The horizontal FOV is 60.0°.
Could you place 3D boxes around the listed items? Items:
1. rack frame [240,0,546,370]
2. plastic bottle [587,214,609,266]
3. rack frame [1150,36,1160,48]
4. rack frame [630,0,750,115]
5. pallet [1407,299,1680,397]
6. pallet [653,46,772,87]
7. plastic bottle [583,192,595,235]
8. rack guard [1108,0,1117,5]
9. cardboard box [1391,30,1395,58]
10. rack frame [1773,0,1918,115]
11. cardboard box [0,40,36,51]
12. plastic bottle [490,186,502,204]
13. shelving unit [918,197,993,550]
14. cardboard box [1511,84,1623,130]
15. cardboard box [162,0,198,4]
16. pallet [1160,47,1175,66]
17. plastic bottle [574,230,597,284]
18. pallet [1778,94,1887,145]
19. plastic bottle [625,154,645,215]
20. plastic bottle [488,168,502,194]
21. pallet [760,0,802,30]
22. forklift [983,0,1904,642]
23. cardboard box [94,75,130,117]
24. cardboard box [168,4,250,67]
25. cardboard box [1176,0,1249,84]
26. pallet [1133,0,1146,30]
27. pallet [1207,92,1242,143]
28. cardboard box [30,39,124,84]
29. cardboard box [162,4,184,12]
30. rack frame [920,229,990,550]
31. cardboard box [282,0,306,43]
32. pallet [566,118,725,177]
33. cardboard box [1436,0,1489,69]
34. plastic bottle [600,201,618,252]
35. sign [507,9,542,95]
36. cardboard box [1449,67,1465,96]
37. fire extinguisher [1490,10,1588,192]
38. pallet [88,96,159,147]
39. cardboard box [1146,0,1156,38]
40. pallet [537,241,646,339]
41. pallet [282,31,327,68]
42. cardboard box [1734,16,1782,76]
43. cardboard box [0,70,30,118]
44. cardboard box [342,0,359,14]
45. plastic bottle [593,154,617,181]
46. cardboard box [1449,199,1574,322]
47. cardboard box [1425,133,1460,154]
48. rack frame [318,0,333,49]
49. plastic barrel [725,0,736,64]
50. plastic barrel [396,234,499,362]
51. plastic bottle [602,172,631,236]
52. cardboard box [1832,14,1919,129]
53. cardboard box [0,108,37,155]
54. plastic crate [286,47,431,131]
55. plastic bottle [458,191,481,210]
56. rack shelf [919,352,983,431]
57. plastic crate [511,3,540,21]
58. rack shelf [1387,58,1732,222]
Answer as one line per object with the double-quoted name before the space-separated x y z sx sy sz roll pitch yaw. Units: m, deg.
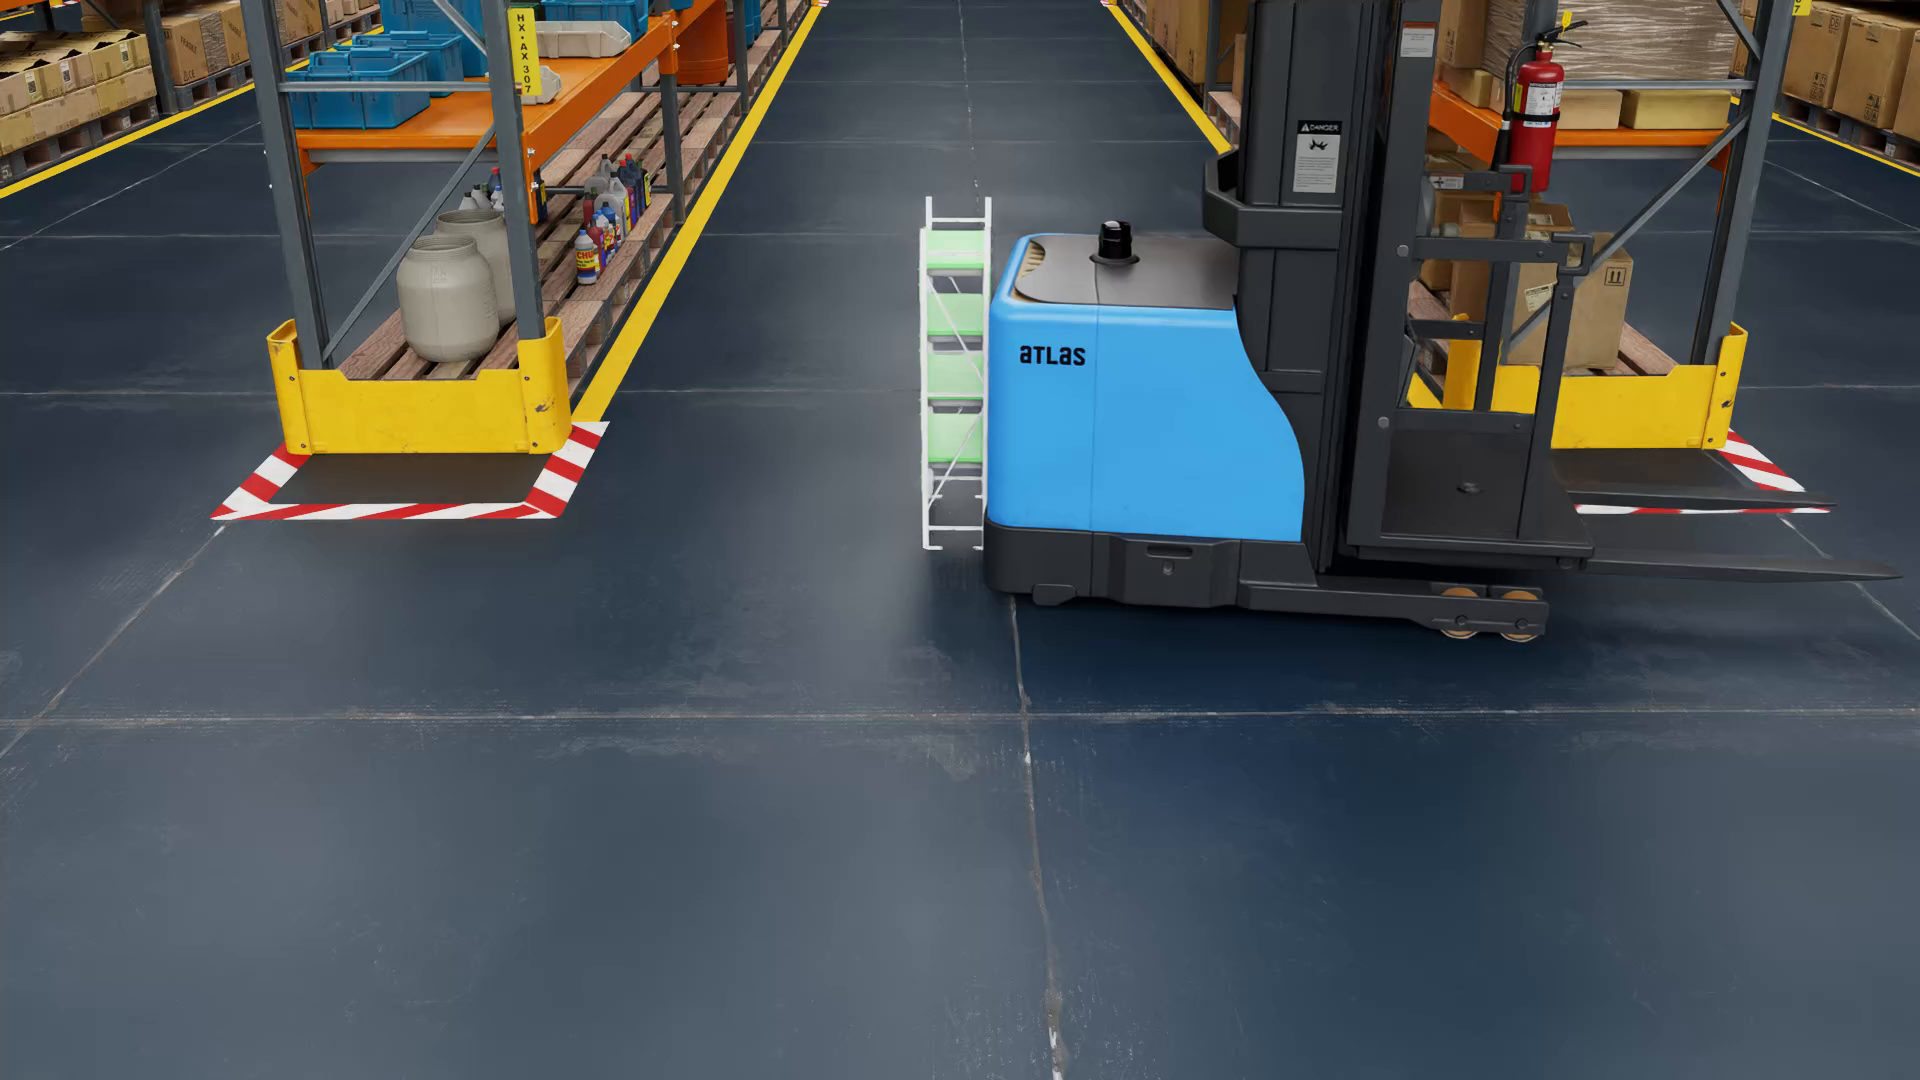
"rack frame" -2.243 -1.771 6.526 1.000 3.000 0.127 0 24 -1
"plastic bottle" -1.955 -1.618 8.965 0.097 0.271 0.097 0 24 0
"rack frame" 2.579 -6.738 17.508 1.000 3.000 0.127 0 24 -1
"rack frame" -2.330 -5.068 13.815 1.000 3.000 0.127 0 24 -1
"pallet" 2.735 -0.889 7.959 1.003 0.211 1.213 0 24 -1
"pallet" -2.391 -4.623 16.216 1.003 0.211 1.213 0 24 -1
"plastic bottle" -2.094 -1.838 9.437 0.061 0.283 0.133 0 24 -1
"rack guard" 2.535 -7.257 21.689 1.175 0.500 0.348 0 24 -1
"cardboard box" 2.397 -2.619 8.706 0.380 0.149 0.250 0 24 -1
"rack frame" 7.583 -5.070 13.821 1.000 3.000 0.127 0 24 -1
"cardboard box" -7.557 -3.807 13.175 0.500 0.311 0.500 -1 24 -2
"plastic bottle" -2.652 -1.904 9.597 0.097 0.271 0.097 0 24 0
"shelving unit" -0.011 -0.615 6.154 0.258 1.200 0.503 1 24 1
"cardboard box" 2.500 -1.795 6.884 0.380 0.149 0.250 0 24 -1
"cardboard box" -7.548 -5.279 15.872 0.500 0.250 0.500 -1 24 -2
"pallet" 2.663 -5.150 17.380 1.003 0.211 1.213 0 24 -1
"plastic bottle" -1.951 -1.477 8.652 0.097 0.271 0.097 0 24 0
"pallet" 7.517 -3.475 13.677 1.003 0.211 1.213 0 24 -1
"plastic bottle" -1.991 -2.149 10.041 0.144 0.351 0.185 -1 24 -2
"plastic bottle" -2.691 -2.001 9.714 0.144 0.351 0.185 -1 24 -3
"pallet" -2.437 -6.252 19.817 1.003 0.211 1.213 0 24 -1
"forklift" 1.636 -1.231 5.414 3.031 2.935 1.130 3 25 7
"cardboard box" -7.024 -3.557 13.302 0.500 0.250 0.500 -1 24 -1
"cardboard box" -7.014 -4.720 15.545 0.500 0.500 0.500 -1 24 -1
"cardboard box" 2.636 -4.597 14.844 1.225 0.875 0.875 -1 24 -3
"pallet" 2.633 -6.285 19.891 1.003 0.211 1.213 0 24 -1
"pallet" 2.630 -3.497 13.726 1.003 0.211 1.213 0 24 -1
"cardboard box" -7.019 -3.812 13.185 0.500 0.311 0.500 -1 24 -1
"cardboard box" -7.533 -4.706 15.514 0.500 0.500 0.500 -1 24 -2
"rack frame" -0.017 -0.515 5.932 0.240 1.200 0.015 1 24 1
"cardboard box" -7.038 -5.351 16.940 0.500 0.500 0.500 0 24 0
"pallet" -2.350 -2.976 12.574 1.003 0.211 1.213 0 24 -1
"cardboard box" 2.606 -2.407 7.449 0.875 0.500 0.500 0 24 -1
"plastic bottle" -1.958 -1.743 9.240 0.097 0.271 0.097 0 24 0
"sign" -1.693 -1.898 6.470 0.100 0.325 0.005 0 24 -1
"cardboard box" 2.457 -2.104 7.567 0.380 0.149 0.250 0 24 -1
"fire extinguisher" 2.250 -1.709 6.482 0.296 0.674 0.183 0 24 -1
"pallet" -7.313 -3.437 13.593 1.003 0.211 1.213 0 24 -1
"cardboard box" 2.606 -5.698 17.277 1.225 0.875 0.875 0 24 0
"pallet" -2.305 -1.368 9.018 1.003 0.211 1.213 0 24 -1
"pallet" -7.280 -5.089 17.247 1.003 0.211 1.213 0 24 -1
"cardboard box" 7.315 -4.393 14.847 0.500 0.500 0.500 0 24 -1
"cardboard box" -7.002 -3.184 11.796 0.500 0.311 0.500 -1 24 -2
"cardboard box" -7.135 -6.135 19.079 0.380 0.166 0.250 0 24 -1
"plastic bottle" -2.135 -2.148 10.040 0.144 0.351 0.185 0 24 -1
"cardboard box" 2.679 -1.349 8.117 0.500 0.500 0.500 6 25 13
"cardboard box" 2.644 -2.093 9.761 0.500 0.500 0.500 8 25 16
"rack frame" -7.327 -6.695 17.413 1.000 3.000 0.127 0 24 -1
"plastic barrel" -2.365 -4.827 15.699 0.600 0.588 0.708 0 24 -1
"plastic barrel" -2.326 -1.100 7.551 0.421 0.512 0.421 0 24 0
"plastic bottle" -1.986 -1.937 9.572 0.144 0.351 0.185 0 24 -1
"cardboard box" 7.513 -3.625 12.846 1.050 0.750 0.750 0 24 0
"cardboard box" -7.009 -2.928 11.912 0.500 0.250 0.500 -1 24 -2
"plastic crate" -2.548 -1.908 7.009 0.499 0.251 0.616 0 24 -1
"plastic bottle" -2.684 -1.749 9.157 0.144 0.351 0.185 1 24 2
"rack shelf" -0.011 -0.557 6.181 0.258 0.148 0.480 1 24 1
"plastic crate" -2.554 -2.762 8.974 0.450 0.188 0.662 0 24 -1
"rack shelf" 2.688 -2.290 8.545 1.077 0.370 4.000 0 24 -1
